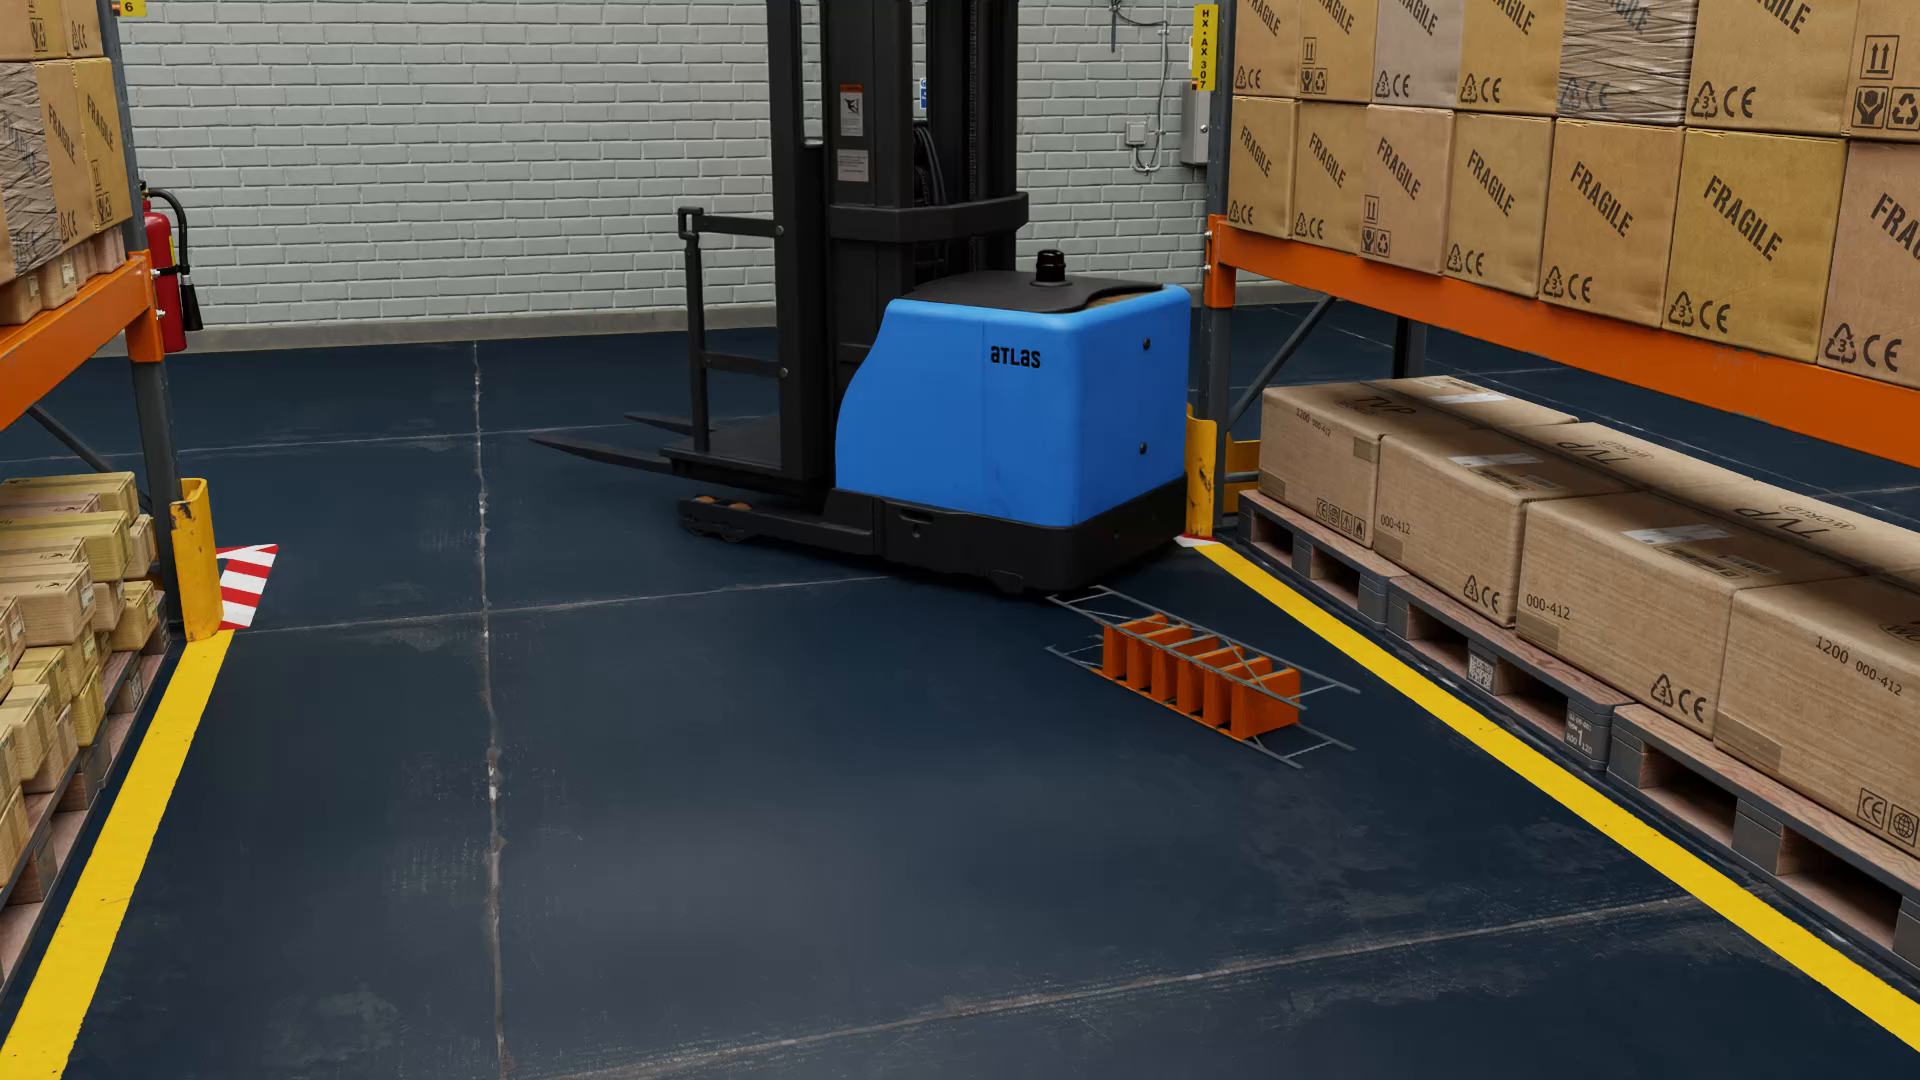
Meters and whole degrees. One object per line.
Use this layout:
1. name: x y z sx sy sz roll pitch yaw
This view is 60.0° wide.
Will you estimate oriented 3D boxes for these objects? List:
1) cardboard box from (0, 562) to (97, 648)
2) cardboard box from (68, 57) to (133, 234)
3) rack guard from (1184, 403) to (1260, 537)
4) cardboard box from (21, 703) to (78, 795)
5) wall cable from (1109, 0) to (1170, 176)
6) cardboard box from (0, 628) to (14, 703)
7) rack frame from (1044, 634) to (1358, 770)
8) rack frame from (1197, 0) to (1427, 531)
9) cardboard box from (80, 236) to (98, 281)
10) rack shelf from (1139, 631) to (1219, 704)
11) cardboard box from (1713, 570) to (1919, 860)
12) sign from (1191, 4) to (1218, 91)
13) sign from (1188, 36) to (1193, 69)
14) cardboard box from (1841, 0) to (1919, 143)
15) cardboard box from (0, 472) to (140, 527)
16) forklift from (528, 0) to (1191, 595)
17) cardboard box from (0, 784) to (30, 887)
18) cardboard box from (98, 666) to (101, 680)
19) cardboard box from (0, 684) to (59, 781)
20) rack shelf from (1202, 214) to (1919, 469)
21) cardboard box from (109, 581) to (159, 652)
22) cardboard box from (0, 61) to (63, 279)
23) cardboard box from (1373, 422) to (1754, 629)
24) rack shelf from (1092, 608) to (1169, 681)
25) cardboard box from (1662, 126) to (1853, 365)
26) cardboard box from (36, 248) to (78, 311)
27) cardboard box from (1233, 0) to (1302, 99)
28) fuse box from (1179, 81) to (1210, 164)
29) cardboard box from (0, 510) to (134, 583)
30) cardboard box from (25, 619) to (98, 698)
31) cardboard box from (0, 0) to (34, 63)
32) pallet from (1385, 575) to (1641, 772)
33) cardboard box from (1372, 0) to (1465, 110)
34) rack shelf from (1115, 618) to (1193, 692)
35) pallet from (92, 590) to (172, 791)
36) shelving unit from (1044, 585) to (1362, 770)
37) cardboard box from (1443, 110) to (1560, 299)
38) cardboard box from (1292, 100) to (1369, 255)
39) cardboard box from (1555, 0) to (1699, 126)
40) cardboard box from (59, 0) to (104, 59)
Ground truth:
1. cardboard box: -2.498 0.177 4.340 0.380 0.149 0.250 -4 17 -13
2. cardboard box: -2.861 -1.197 5.033 0.500 0.500 0.500 -4 17 -14
3. rack guard: 1.493 -0.340 7.214 1.175 0.500 0.348 -5 17 -15
4. cardboard box: -2.462 0.536 4.181 0.380 0.149 0.250 -4 17 -14
5. wall cable: 1.288 -3.690 12.256 0.588 1.984 0.122 -5 17 -15
6. cardboard box: -2.433 0.329 3.834 0.380 0.149 0.250 -5 17 -15
7. rack frame: 0.727 0.494 5.288 0.240 0.006 1.200 -11 20 -33
8. rack frame: 1.500 -1.530 6.832 1.000 3.000 0.127 -5 17 -15
9. cardboard box: -2.838 -0.851 5.008 0.380 0.149 0.250 -5 17 -15
10. rack shelf: 0.702 0.396 5.297 0.258 0.180 0.103 -11 20 -33
11. cardboard box: 2.530 0.420 4.063 0.875 0.438 0.875 -5 17 -16
12. sign: 0.964 -1.940 6.556 0.100 0.325 0.005 -5 17 -15
13. sign: 1.877 -3.662 12.494 0.339 0.242 0.001 -5 17 -15
14. cardboard box: 2.204 -1.059 3.352 0.500 0.500 0.500 -5 17 -16
15. cardboard box: -2.843 -0.105 5.279 0.380 0.149 0.250 -4 17 -15
16. forklift: -0.580 -1.505 6.867 3.031 2.935 1.130 11 20 32
17. cardboard box: -2.320 0.678 3.706 0.380 0.149 0.250 -5 17 -17
18. cardboard box: -2.649 0.393 4.656 0.380 0.149 0.250 -5 17 -15
19. cardboard box: -2.358 0.467 3.893 0.380 0.149 0.250 -5 17 -15
20. rack shelf: 2.049 -0.632 5.094 1.077 0.370 4.000 -5 17 -15
21. cardboard box: -2.719 0.246 5.146 0.380 0.149 0.250 -4 17 -14
22. cardboard box: -2.576 -0.915 4.093 0.500 0.500 0.500 -5 17 -15
23. cardboard box: 2.037 -0.077 5.718 0.875 0.438 0.875 -4 17 -14
24. rack shelf: 0.566 0.339 5.486 0.258 0.180 0.103 -11 20 -33
25. cardboard box: 2.079 -0.722 3.966 0.500 0.500 0.500 -5 17 -17
26. cardboard box: -2.662 -0.714 4.552 0.380 0.149 0.250 -4 17 -14
27. cardboard box: 1.358 -1.902 6.157 0.500 0.500 0.500 -5 17 -16
28. fuse box: 1.987 -2.597 12.622 0.539 1.711 0.414 -5 17 -15
29. cardboard box: -2.636 0.031 4.828 0.380 0.149 0.250 -5 17 -16
30. cardboard box: -2.513 0.320 4.381 0.380 0.149 0.250 -4 17 -14
31. cardboard box: -2.576 -1.390 3.936 0.500 0.500 0.500 -4 17 -12
32. pallet: 2.126 0.357 5.396 1.003 0.211 1.213 -5 17 -15
33. cardboard box: 1.655 -1.617 5.211 0.500 0.500 0.500 -5 17 -16
34. rack shelf: 0.634 0.368 5.391 0.258 0.180 0.103 -11 20 -33
35. pallet: -3.022 0.473 5.010 1.003 0.211 1.213 -5 17 -15
36. shelving unit: 0.727 0.407 5.262 0.258 0.189 1.200 -11 20 -33
37. cardboard box: 1.797 -1.005 4.912 0.500 0.500 0.500 -4 17 -13
38. cardboard box: 1.521 -1.285 5.842 0.500 0.500 0.500 -5 17 -16
39. cardboard box: 1.923 -1.340 4.288 0.500 0.500 0.500 -4 17 -15
40. cardboard box: -2.867 -1.673 4.879 0.500 0.500 0.500 -5 17 -16
